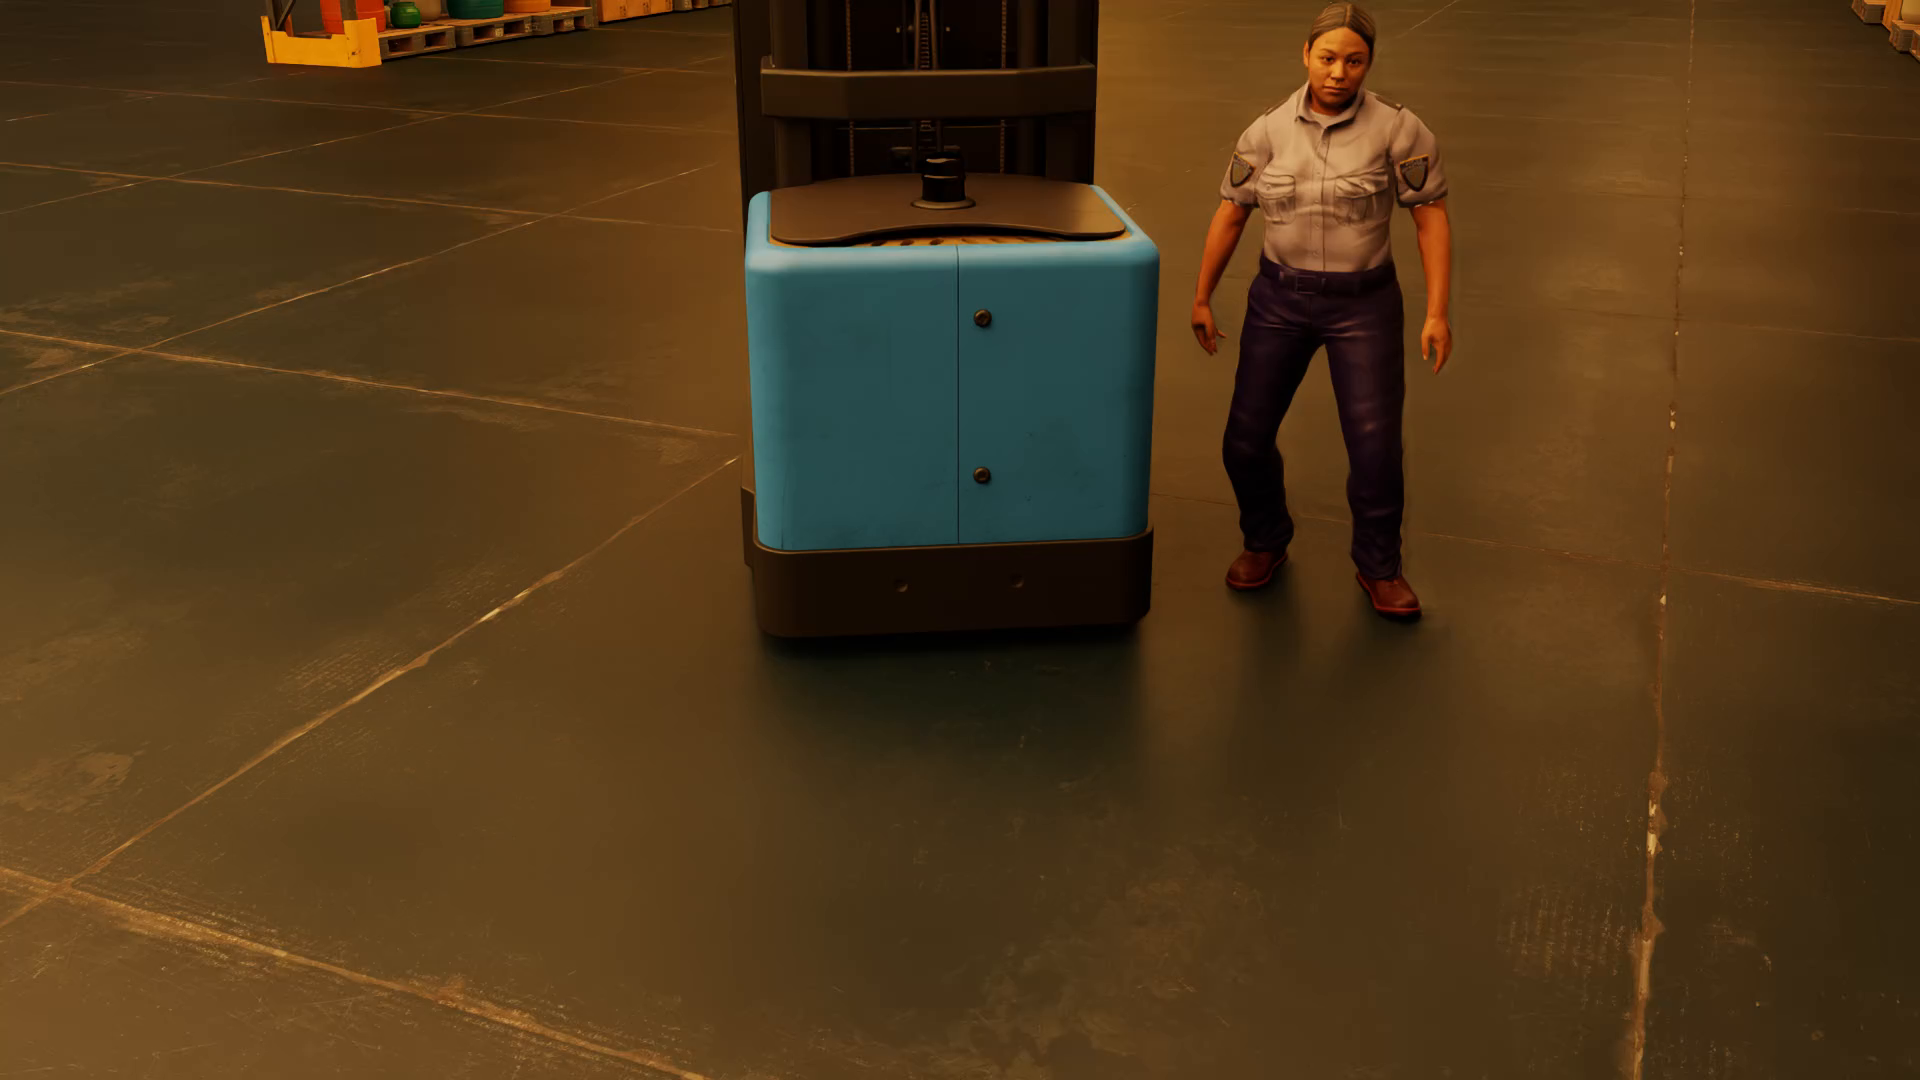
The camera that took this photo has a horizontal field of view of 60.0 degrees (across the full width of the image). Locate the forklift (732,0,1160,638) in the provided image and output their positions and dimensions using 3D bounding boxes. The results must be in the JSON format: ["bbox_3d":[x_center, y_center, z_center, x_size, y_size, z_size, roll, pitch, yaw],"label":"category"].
[{"bbox_3d":[-0.157,-1.629,5.191,1.130,2.935,3.031,-2,23,-5],"label":"forklift"}]

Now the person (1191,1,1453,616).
[{"bbox_3d":[0.971,-0.600,4.468,0.715,1.596,0.377,11,25,24],"label":"person"}]
